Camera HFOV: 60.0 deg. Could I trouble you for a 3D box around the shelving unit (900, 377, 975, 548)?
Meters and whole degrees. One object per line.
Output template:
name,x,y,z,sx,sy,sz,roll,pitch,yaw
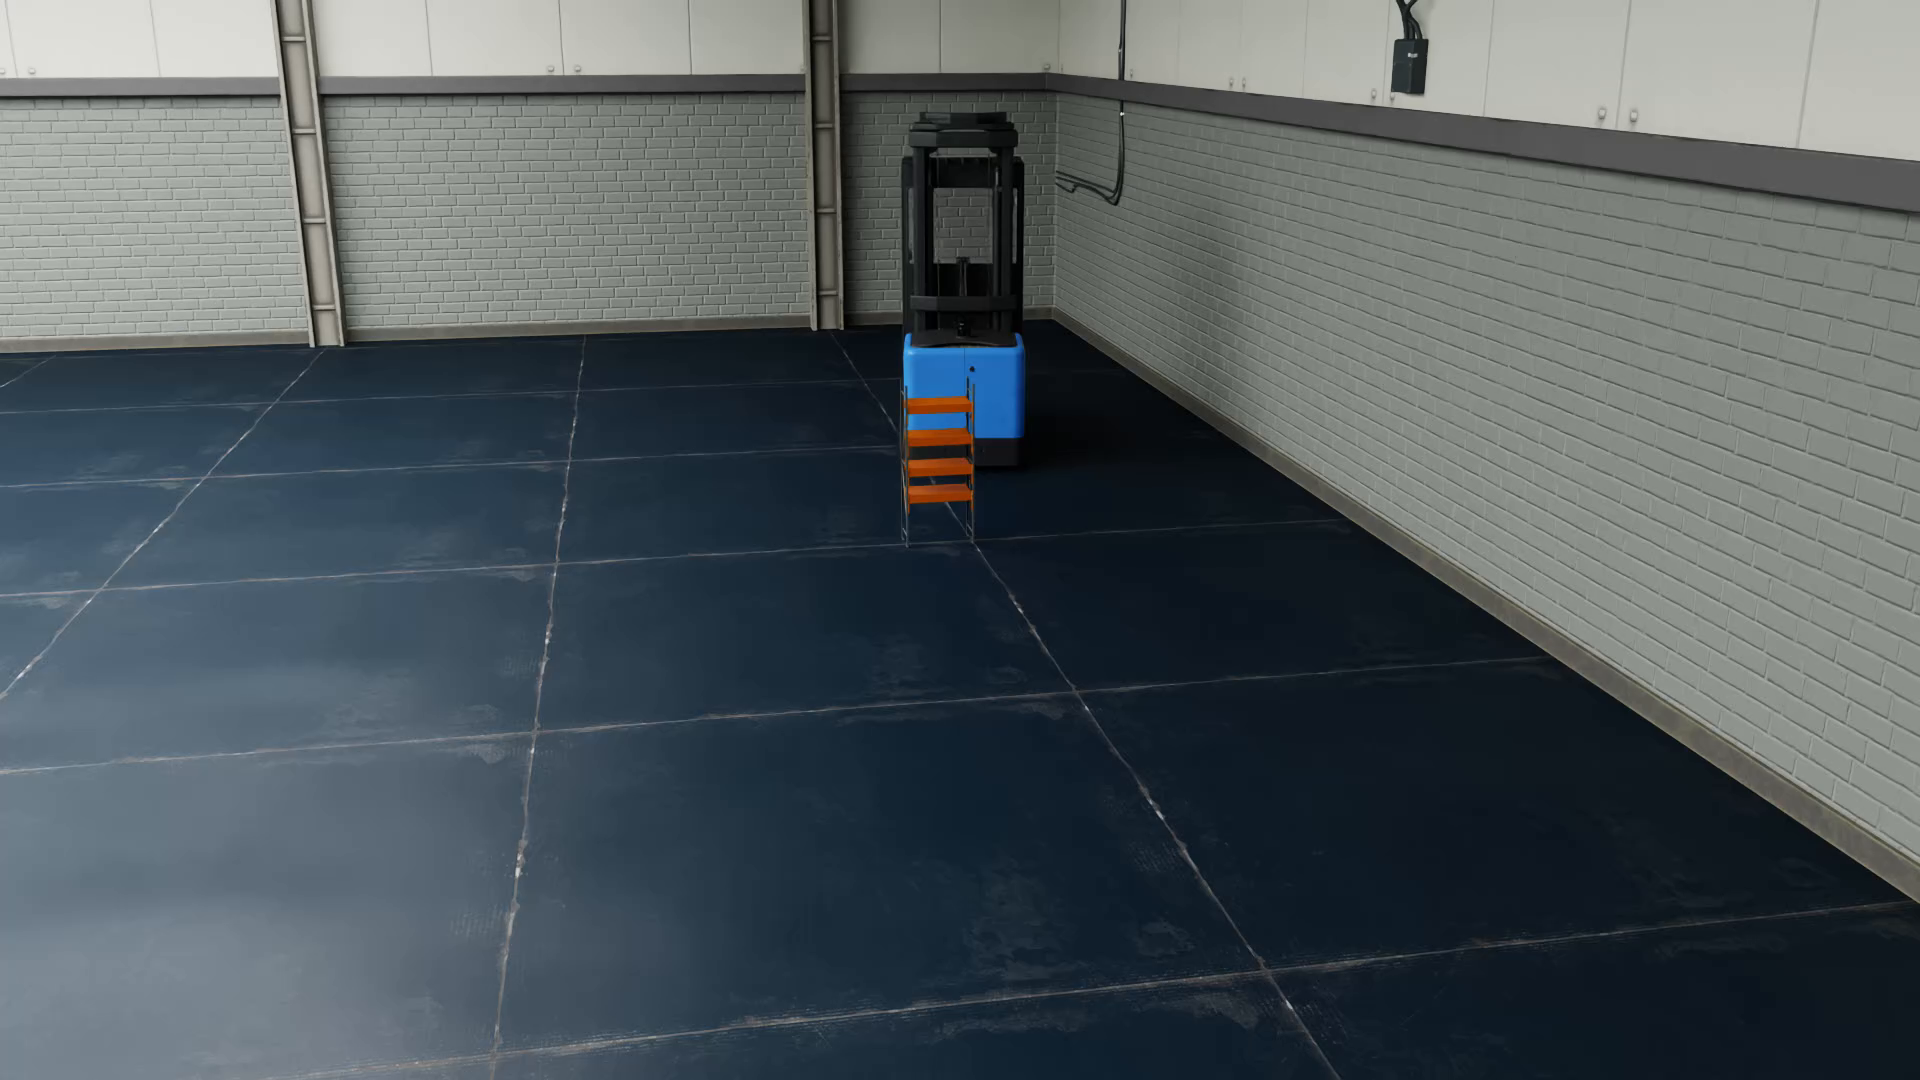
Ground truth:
shelving unit,-0.163,-0.564,12.106,0.503,1.200,0.258,-3,17,-10

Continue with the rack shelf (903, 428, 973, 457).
rack shelf,-0.163,-0.714,12.060,0.480,0.148,0.258,-3,17,-10

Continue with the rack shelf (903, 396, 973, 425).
rack shelf,-0.163,-0.940,11.990,0.480,0.148,0.258,-3,17,-10

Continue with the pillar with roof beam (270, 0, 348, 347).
pillar with roof beam,-6.754,-5.411,14.603,0.400,9.000,9.100,-3,17,-10

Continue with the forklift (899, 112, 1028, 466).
forklift,0.020,-2.403,15.145,1.130,2.935,3.031,0,17,-1

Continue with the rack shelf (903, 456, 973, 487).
rack shelf,-0.163,-0.500,12.125,0.480,0.148,0.258,-3,17,-10

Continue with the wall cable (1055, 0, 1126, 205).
wall cable,1.464,-5.285,19.481,0.112,2.526,3.097,-3,17,-10

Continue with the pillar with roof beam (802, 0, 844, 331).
pillar with roof beam,-0.863,-5.745,15.691,0.400,9.000,9.100,-3,17,-10

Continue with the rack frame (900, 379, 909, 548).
rack frame,-0.402,-0.551,12.061,0.015,1.200,0.240,-3,17,-10

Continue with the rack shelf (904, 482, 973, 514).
rack shelf,-0.163,-0.310,12.184,0.480,0.148,0.258,-3,17,-10

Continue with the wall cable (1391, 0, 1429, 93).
wall cable,3.249,-5.657,9.612,0.169,6.003,2.305,-3,17,-10

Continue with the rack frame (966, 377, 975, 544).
rack frame,0.077,-0.578,12.150,0.015,1.200,0.240,-3,17,-10
